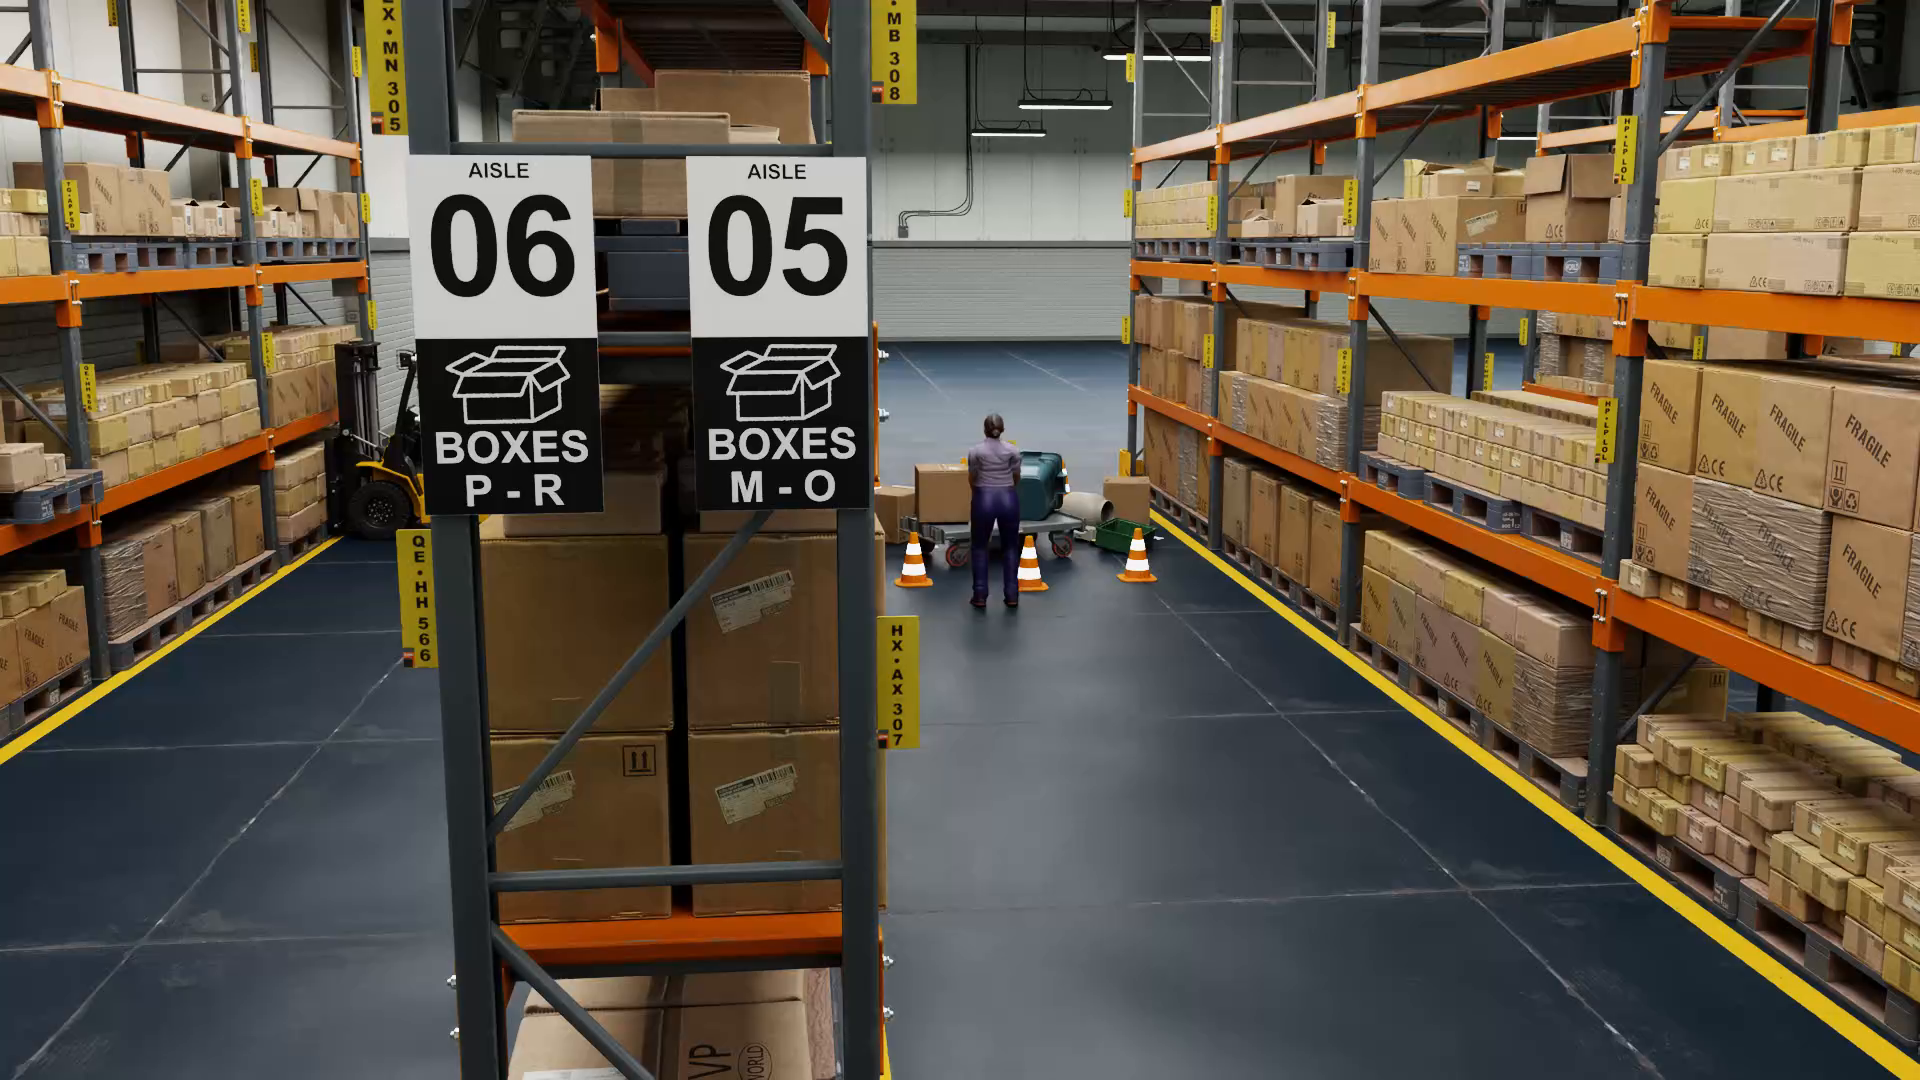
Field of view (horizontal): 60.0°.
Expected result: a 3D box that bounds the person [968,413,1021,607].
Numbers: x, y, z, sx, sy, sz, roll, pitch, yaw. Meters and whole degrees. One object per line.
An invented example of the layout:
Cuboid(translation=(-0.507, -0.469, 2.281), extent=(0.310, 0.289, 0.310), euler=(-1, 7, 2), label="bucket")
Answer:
Cuboid(translation=(0.281, -0.271, 14.000), extent=(0.453, 1.636, 0.524), euler=(-1, 10, -5), label="person")
